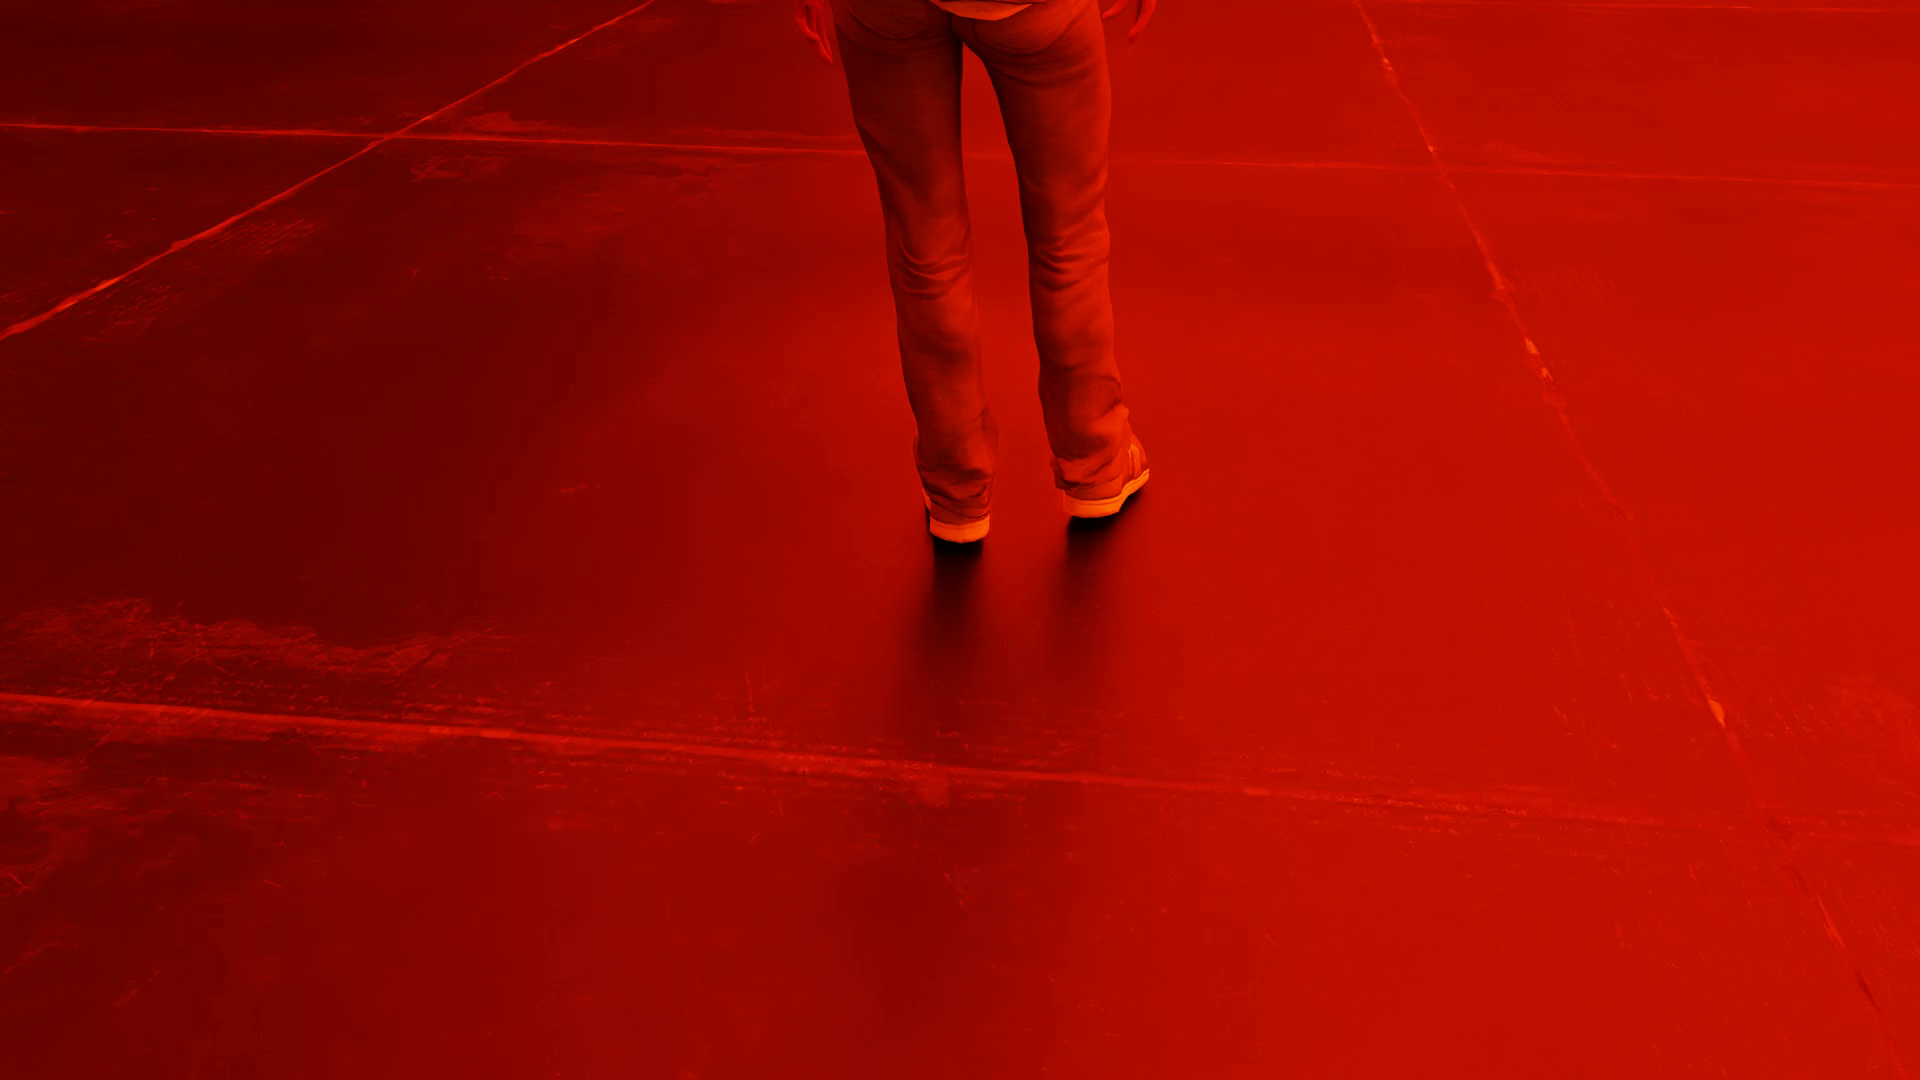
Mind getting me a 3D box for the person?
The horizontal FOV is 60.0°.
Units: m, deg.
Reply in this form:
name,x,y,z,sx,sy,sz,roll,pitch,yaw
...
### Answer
name,x,y,z,sx,sy,sz,roll,pitch,yaw
person,0.024,-0.753,2.204,0.520,1.597,0.475,3,27,7
